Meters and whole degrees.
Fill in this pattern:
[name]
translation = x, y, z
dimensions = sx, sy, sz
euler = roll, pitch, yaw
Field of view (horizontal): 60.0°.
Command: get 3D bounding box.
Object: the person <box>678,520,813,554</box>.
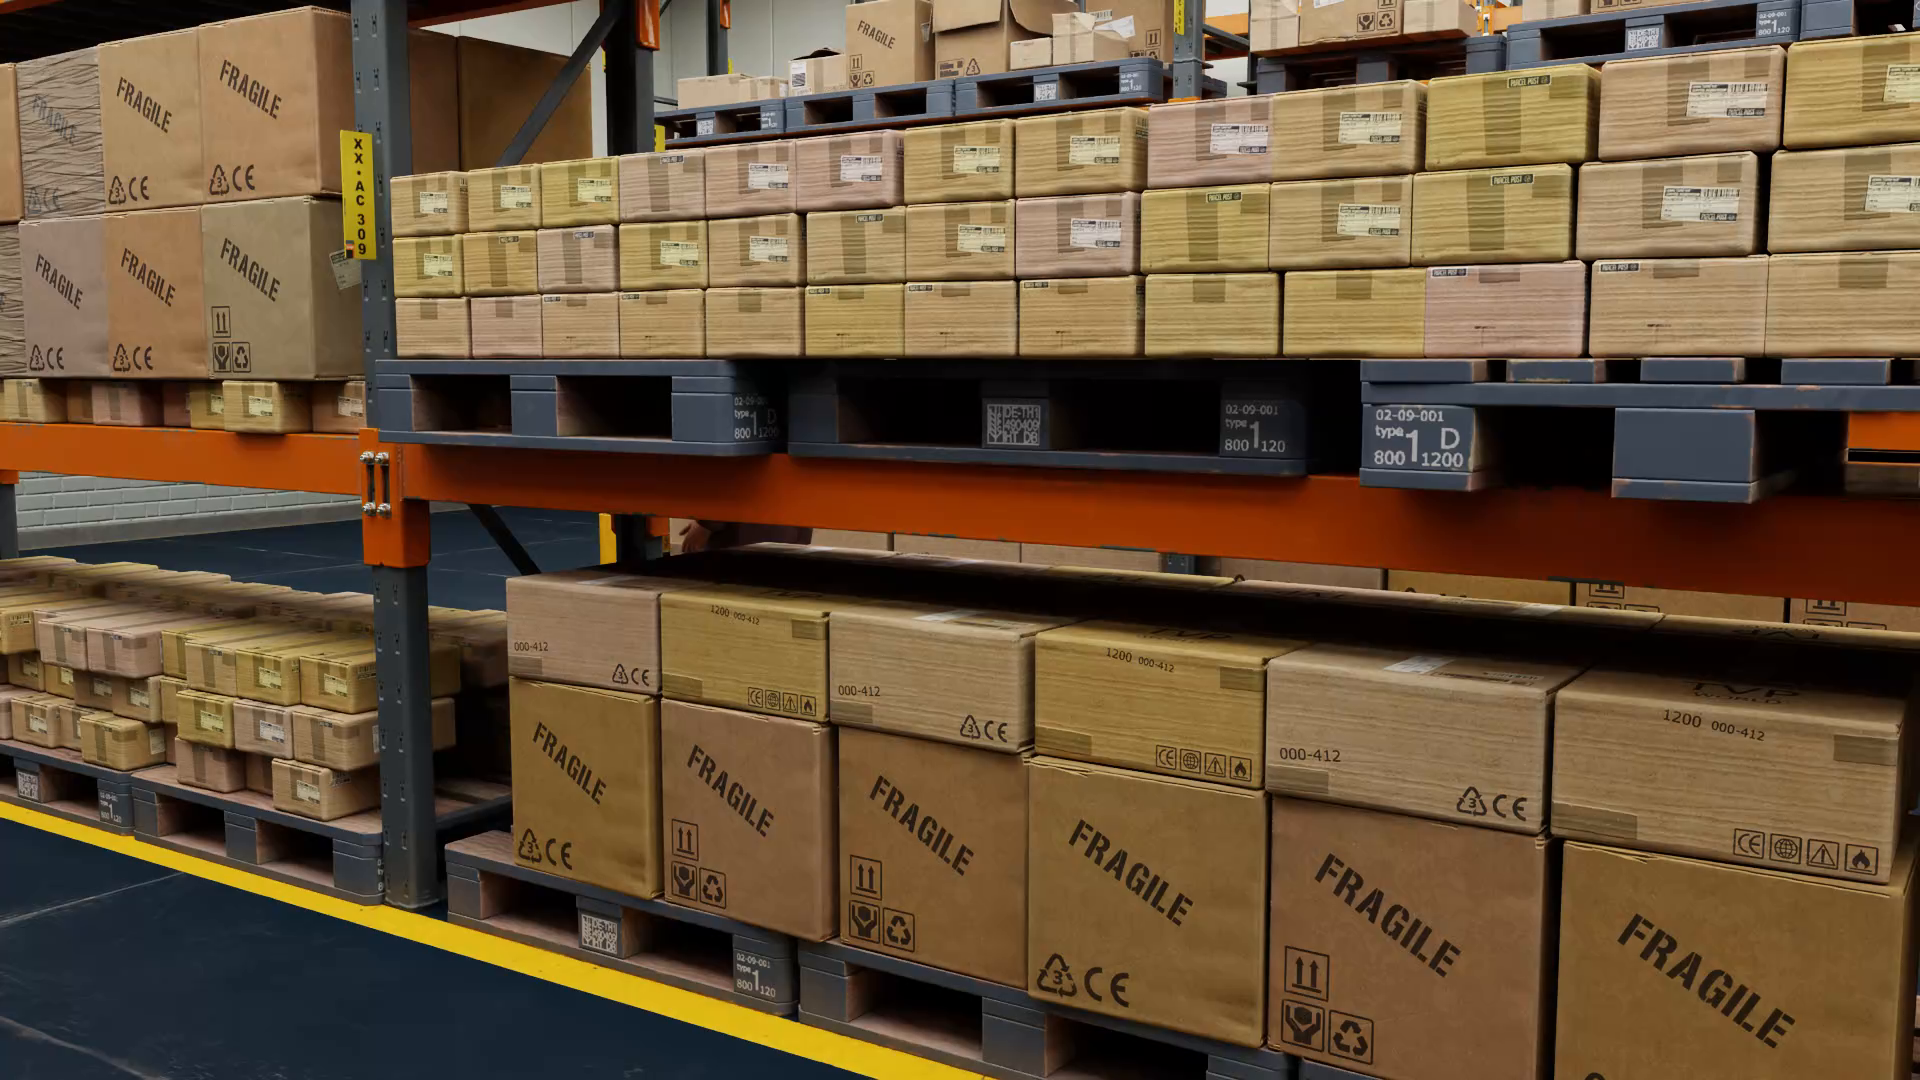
[person]
translation = -0.793, -0.038, 6.353
dimensions = 0.402, 1.738, 0.583
euler = 3, 7, 24
